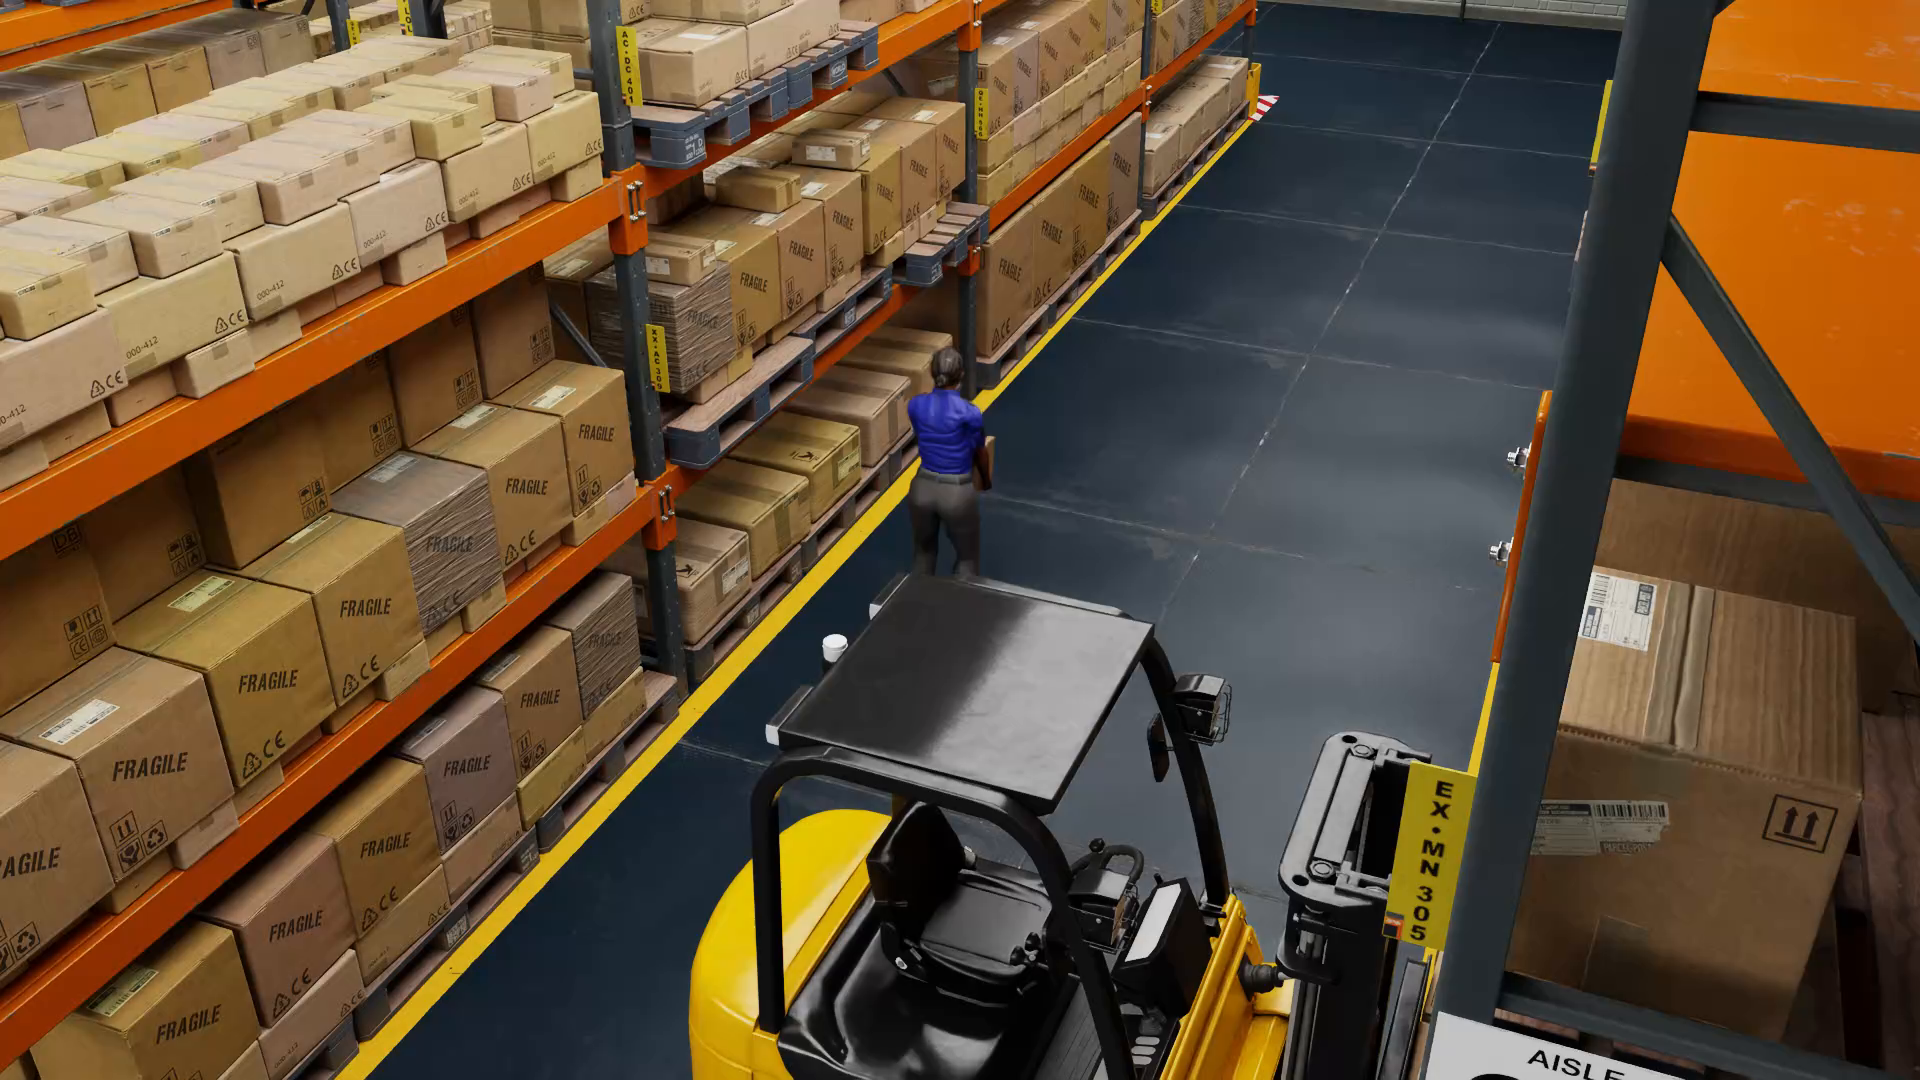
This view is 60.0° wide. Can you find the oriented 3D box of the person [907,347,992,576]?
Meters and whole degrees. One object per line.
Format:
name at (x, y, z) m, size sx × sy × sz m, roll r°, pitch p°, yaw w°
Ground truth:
person at (-0.059, -0.264, 8.878) m, size 0.412 × 1.647 × 0.531 m, roll 11°, pitch 32°, yaw 18°
